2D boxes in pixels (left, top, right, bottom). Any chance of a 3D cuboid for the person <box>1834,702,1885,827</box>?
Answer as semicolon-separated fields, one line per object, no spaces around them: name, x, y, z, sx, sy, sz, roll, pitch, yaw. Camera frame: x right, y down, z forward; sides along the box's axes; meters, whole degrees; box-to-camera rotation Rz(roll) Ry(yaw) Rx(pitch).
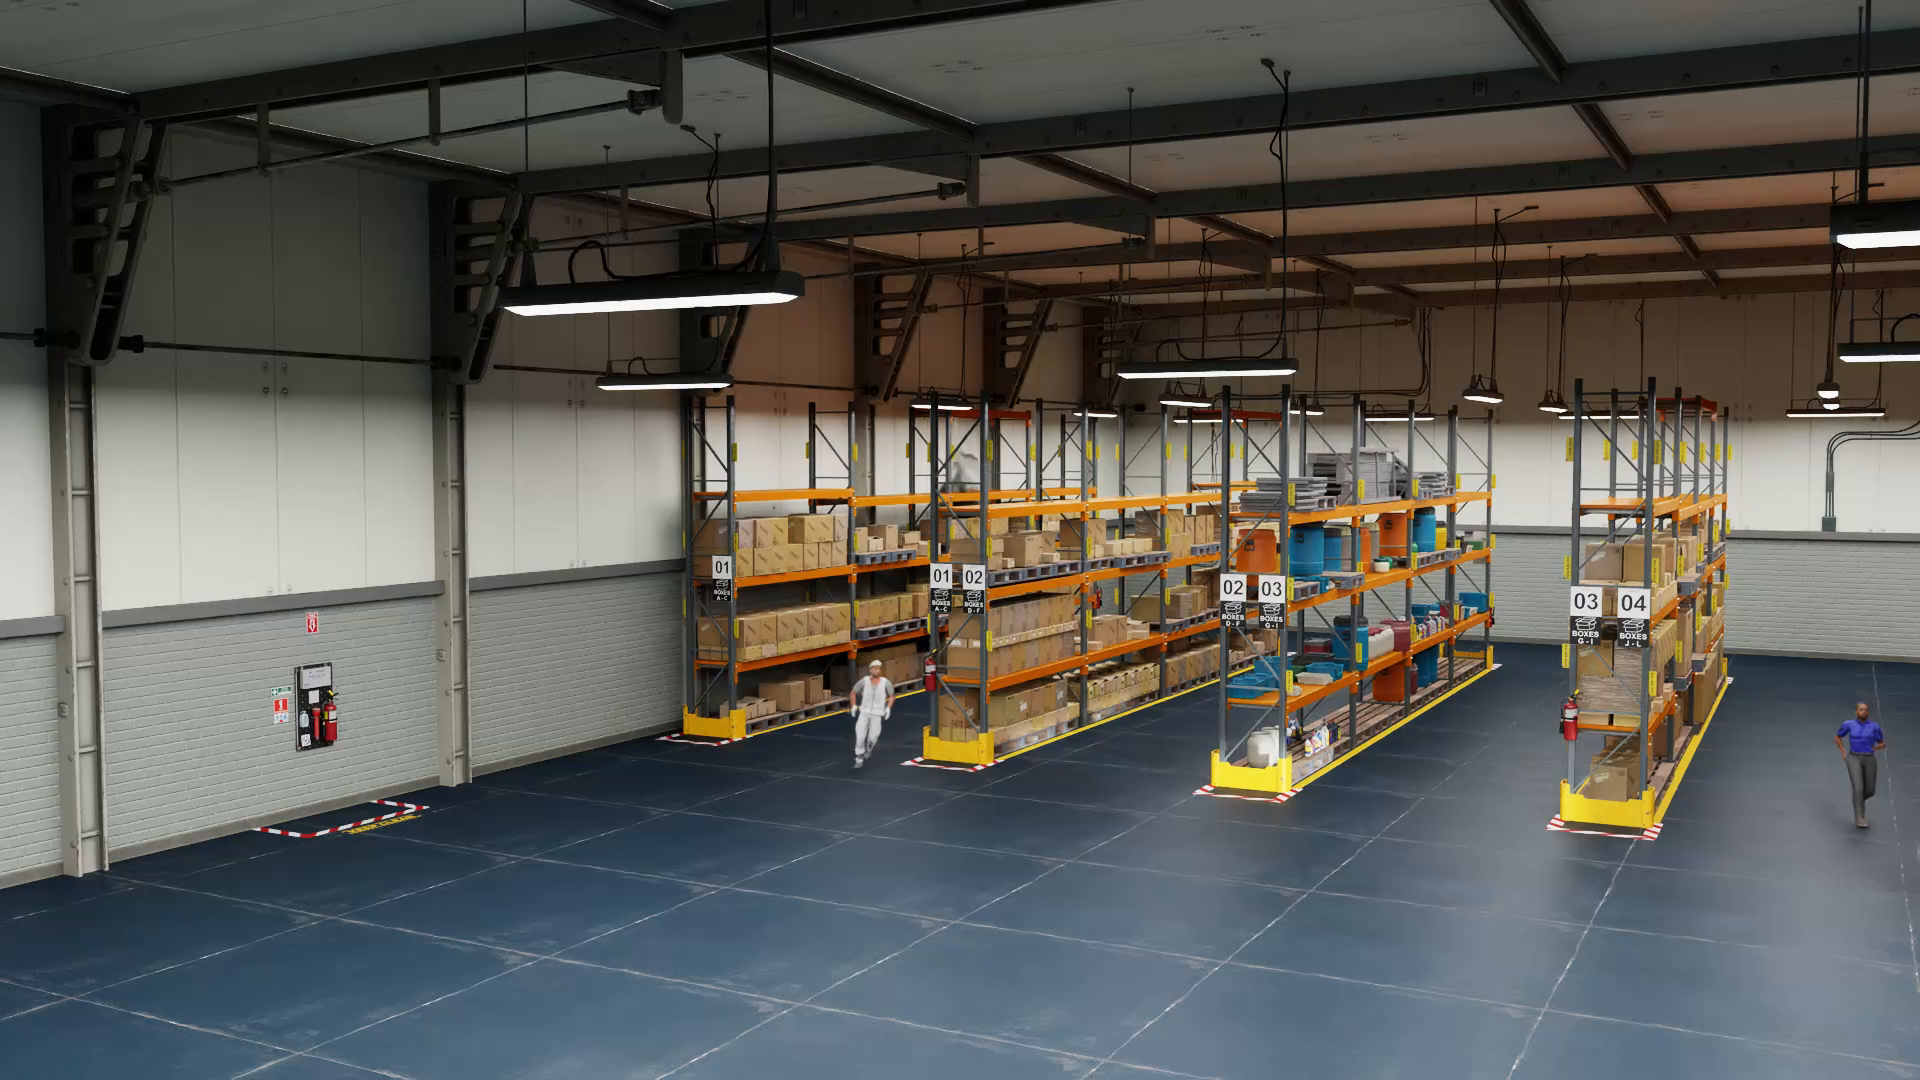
person;12.170;2.998;22.480;0.588;1.624;0.851;1;3;16

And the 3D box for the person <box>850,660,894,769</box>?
person;-1.395;2.756;26.391;0.704;1.713;0.564;0;3;0
